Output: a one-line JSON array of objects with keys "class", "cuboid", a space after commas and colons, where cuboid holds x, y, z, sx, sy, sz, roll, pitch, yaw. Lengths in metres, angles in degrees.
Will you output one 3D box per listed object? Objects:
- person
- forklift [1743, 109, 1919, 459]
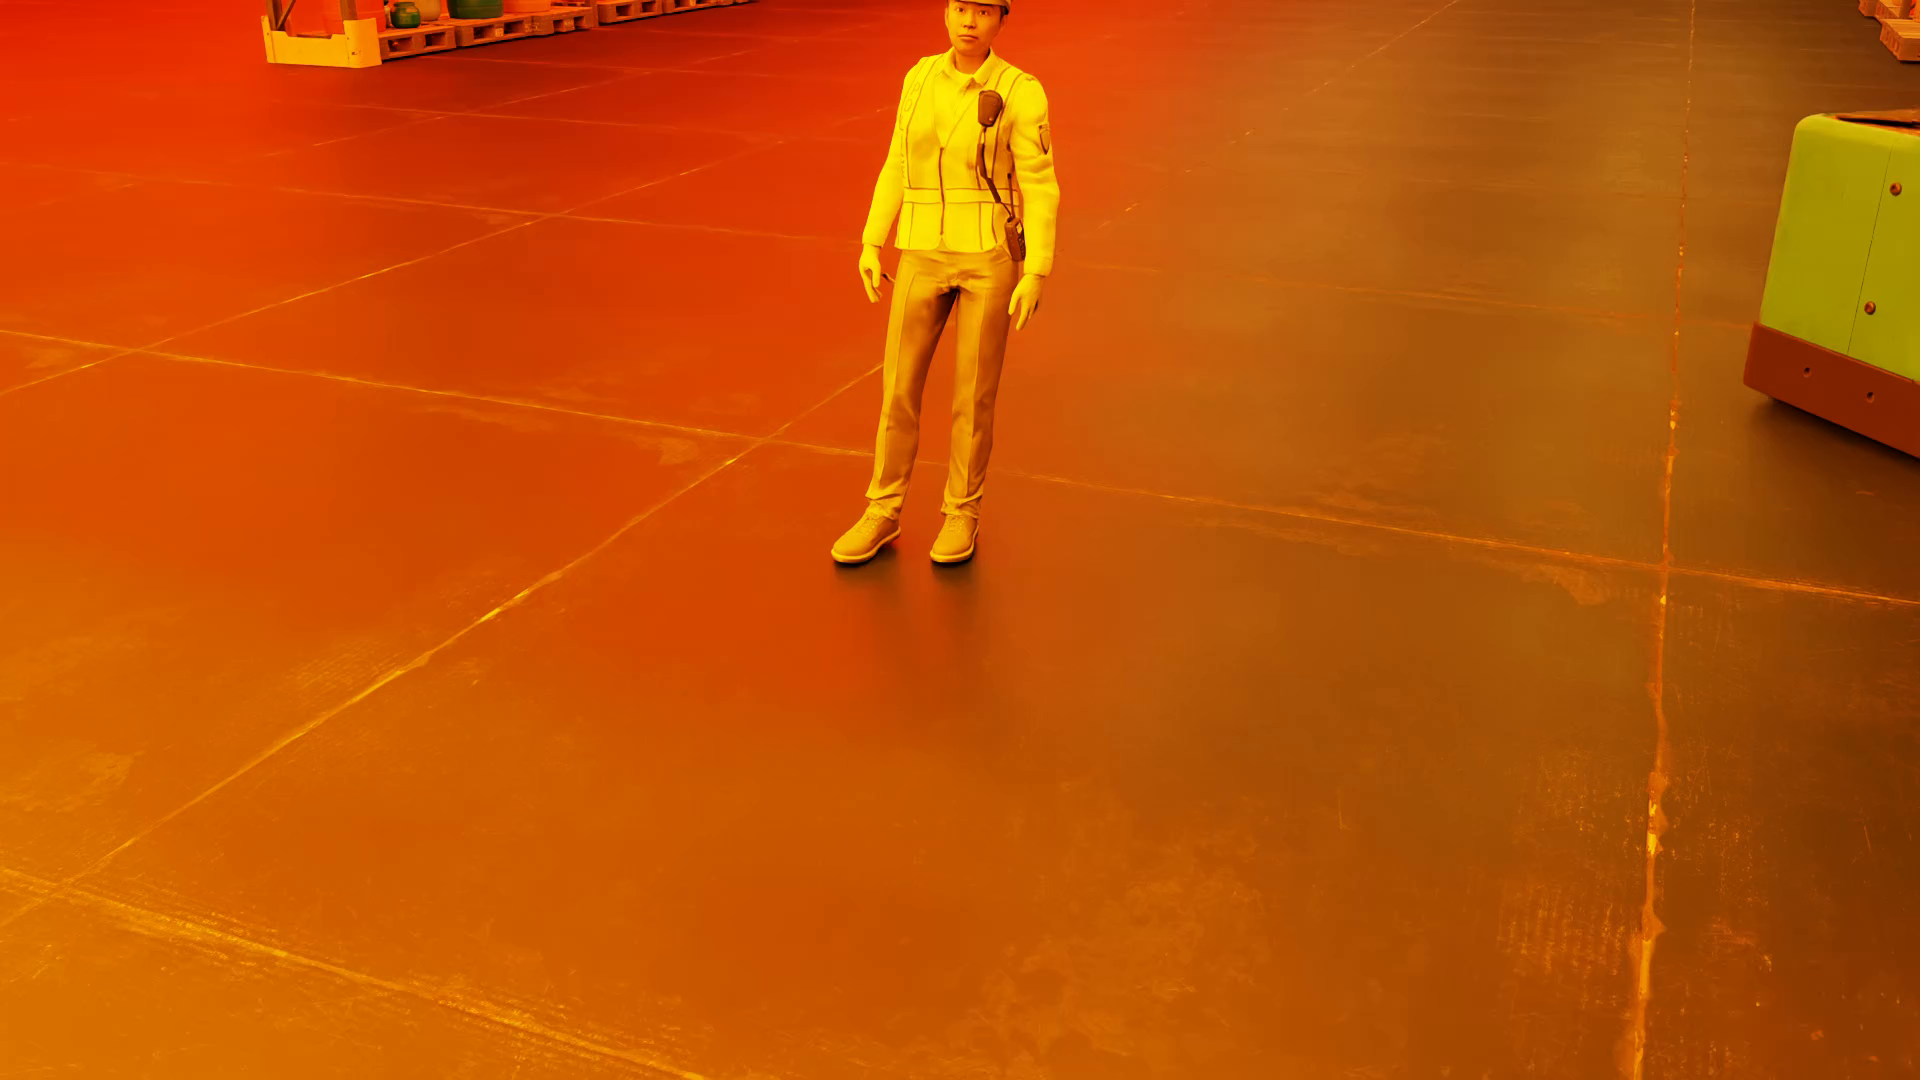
[{"class": "person", "cuboid": [-0.032, -0.765, 4.707, 0.587, 1.695, 0.531, 9, 24, 21]}, {"class": "forklift", "cuboid": [4.554, -1.864, 5.752, 3.031, 2.935, 1.130, -6, 23, -14]}]
